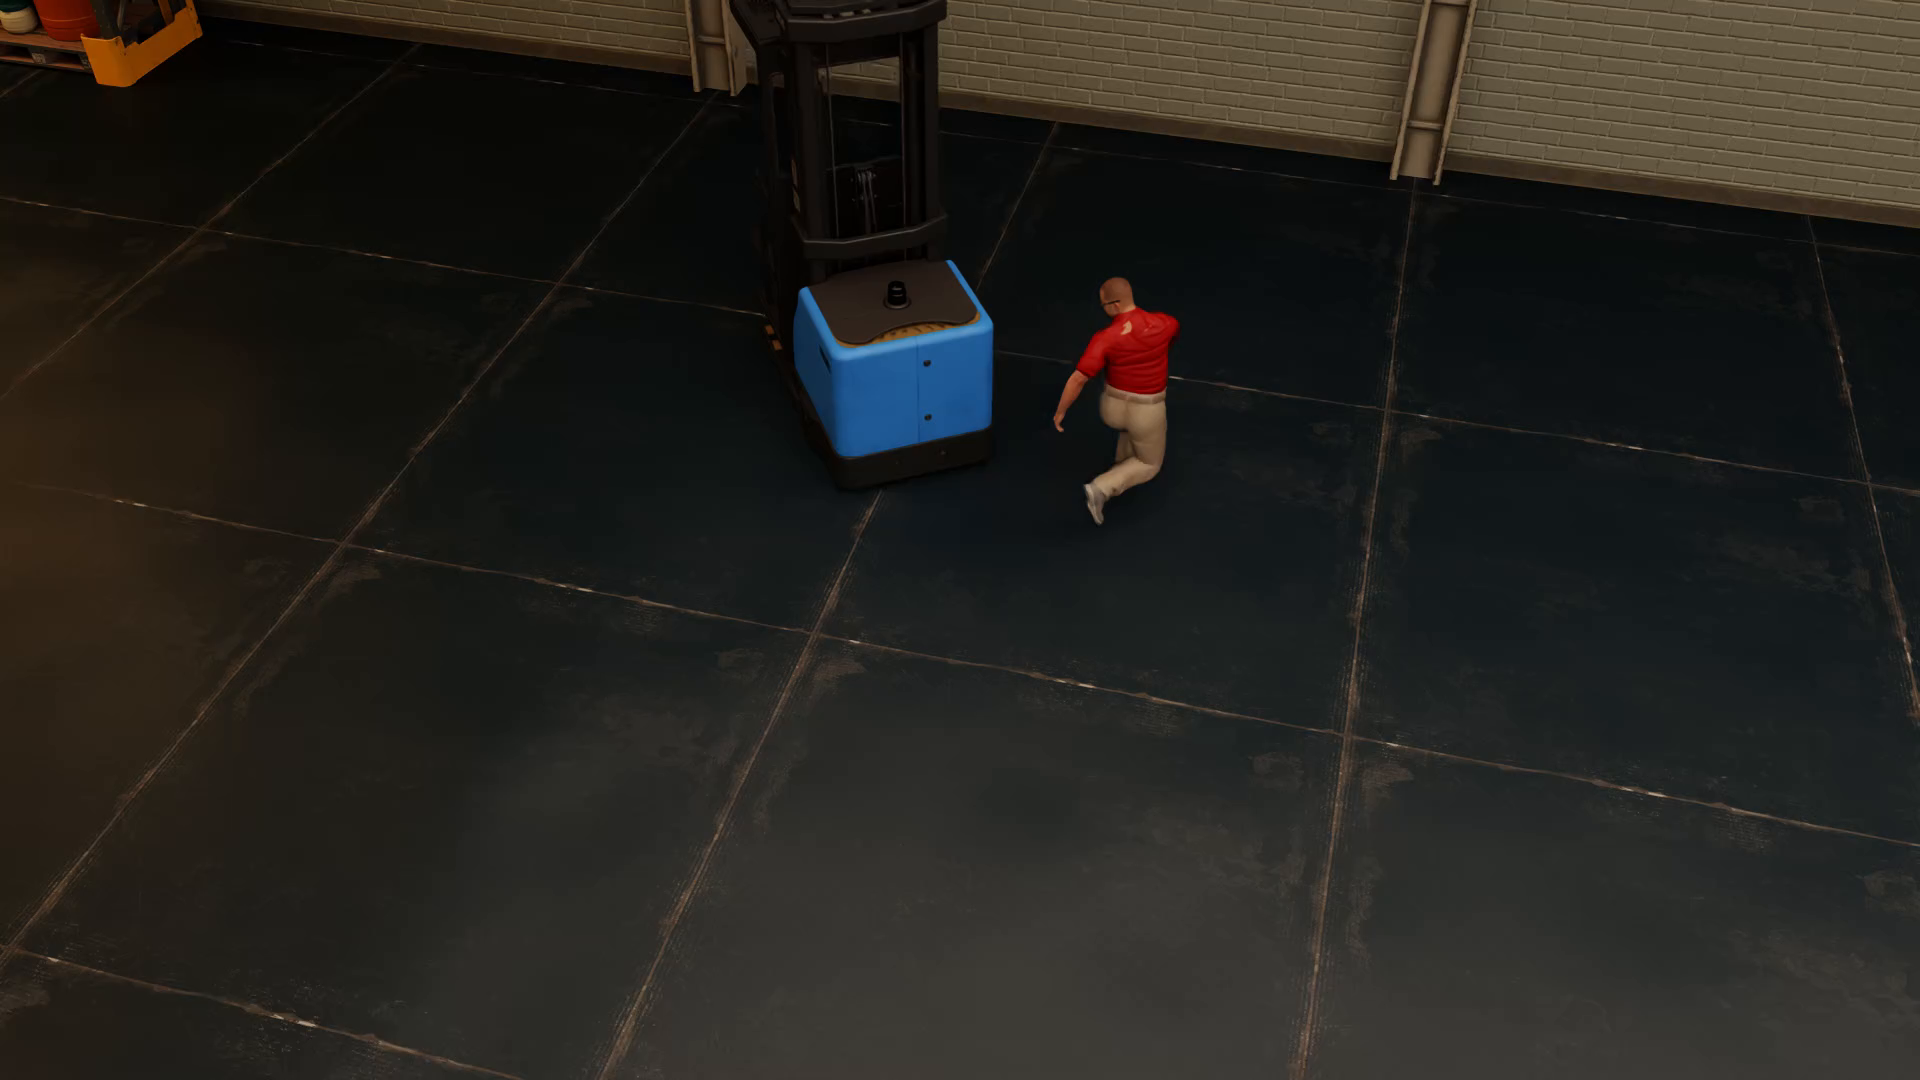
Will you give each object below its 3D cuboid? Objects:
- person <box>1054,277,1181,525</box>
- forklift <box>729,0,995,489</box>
[{"bbox_3d":[0.939,-0.857,9.958,0.636,1.515,0.895,15,43,17],"label":"person"},{"bbox_3d":[-0.752,-2.401,10.600,1.130,2.935,3.031,-13,43,-15],"label":"forklift"}]
